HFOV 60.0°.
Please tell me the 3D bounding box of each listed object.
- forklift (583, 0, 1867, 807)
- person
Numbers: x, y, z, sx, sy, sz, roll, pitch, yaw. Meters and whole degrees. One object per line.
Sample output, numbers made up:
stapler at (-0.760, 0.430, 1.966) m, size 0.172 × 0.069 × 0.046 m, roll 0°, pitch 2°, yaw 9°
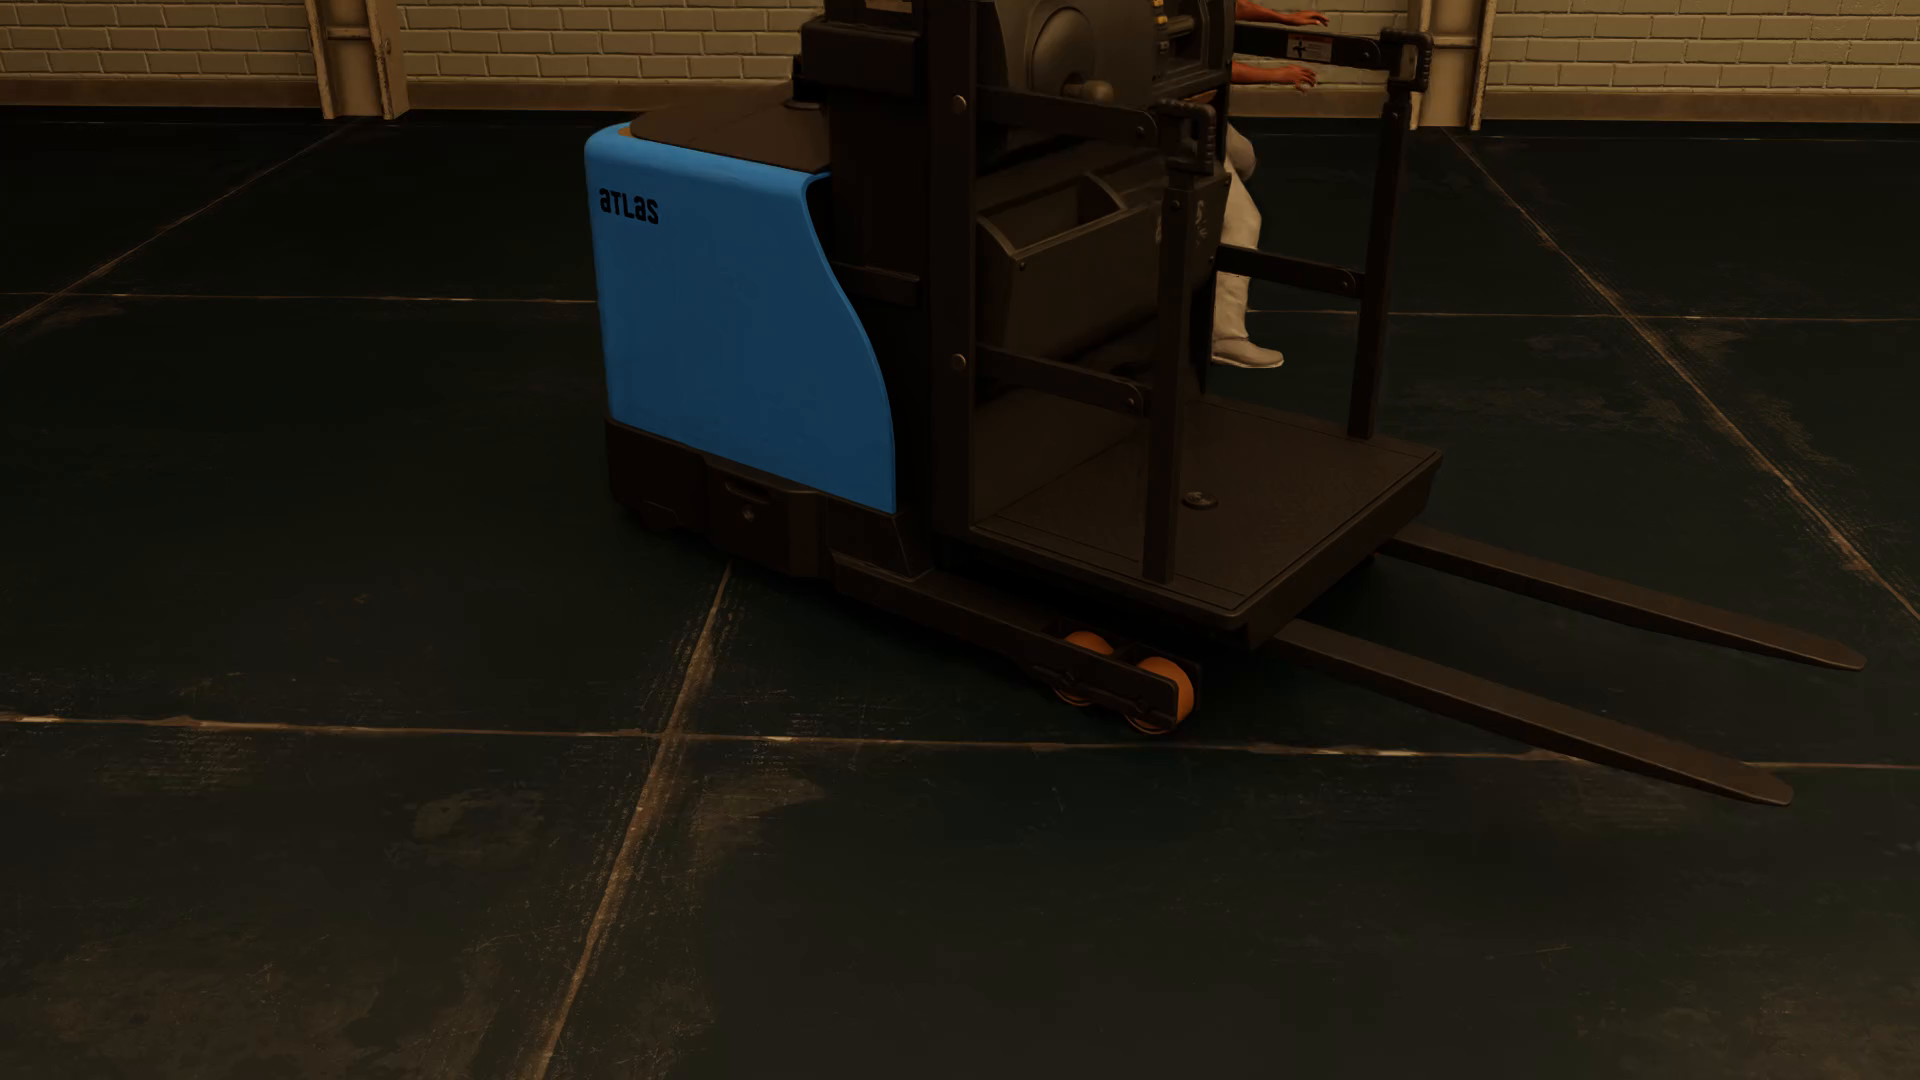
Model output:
forklift at (0.510, -1.153, 3.547) m, size 3.031 × 2.935 × 1.130 m, roll 19°, pitch 32°, yaw 33°
person at (0.948, -1.500, 5.953) m, size 0.649 × 1.460 × 1.176 m, roll 6°, pitch 27°, yaw 12°
